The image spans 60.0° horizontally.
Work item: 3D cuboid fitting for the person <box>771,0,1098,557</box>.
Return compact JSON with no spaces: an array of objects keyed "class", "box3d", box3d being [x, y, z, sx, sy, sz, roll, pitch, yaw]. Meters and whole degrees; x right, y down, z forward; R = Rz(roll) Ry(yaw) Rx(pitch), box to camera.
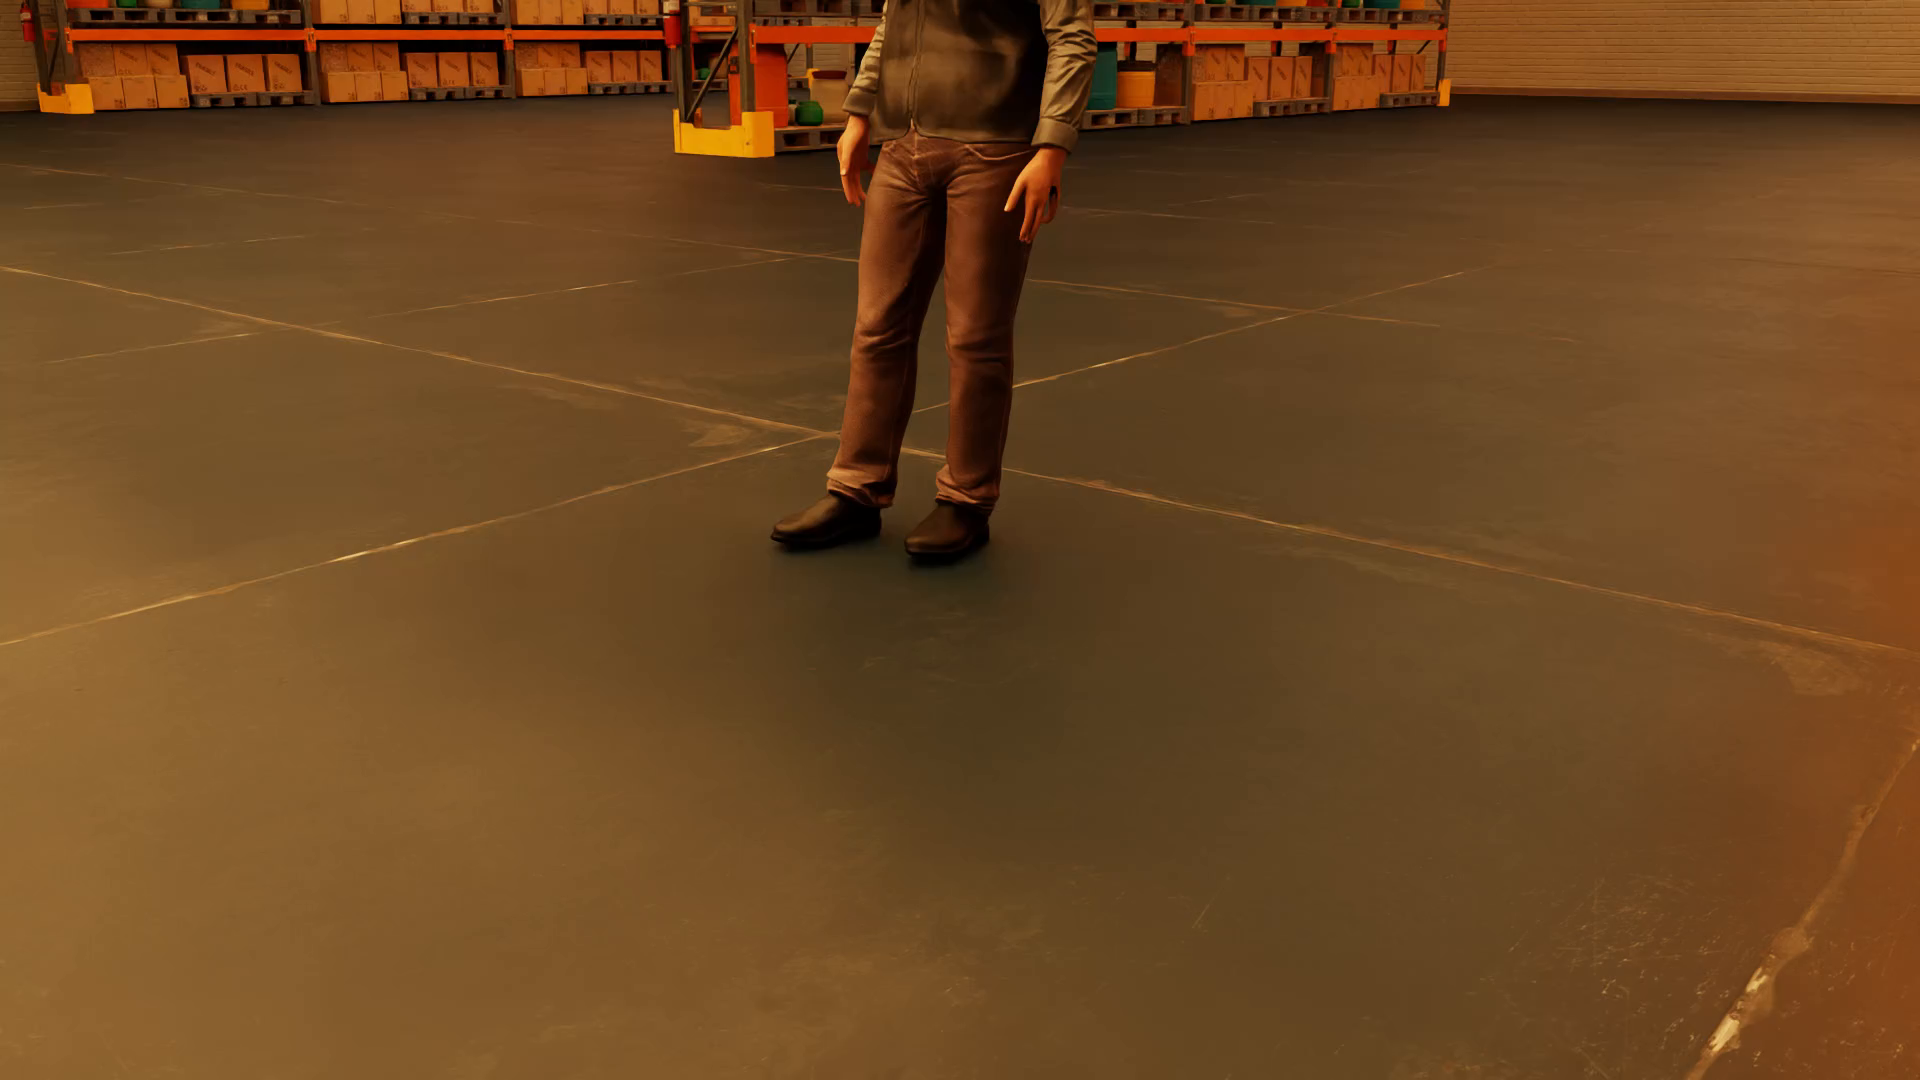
[{"class":"person","box3d":[-0.046,-0.818,3.649,0.632,1.720,0.568,13,21,37]}]
